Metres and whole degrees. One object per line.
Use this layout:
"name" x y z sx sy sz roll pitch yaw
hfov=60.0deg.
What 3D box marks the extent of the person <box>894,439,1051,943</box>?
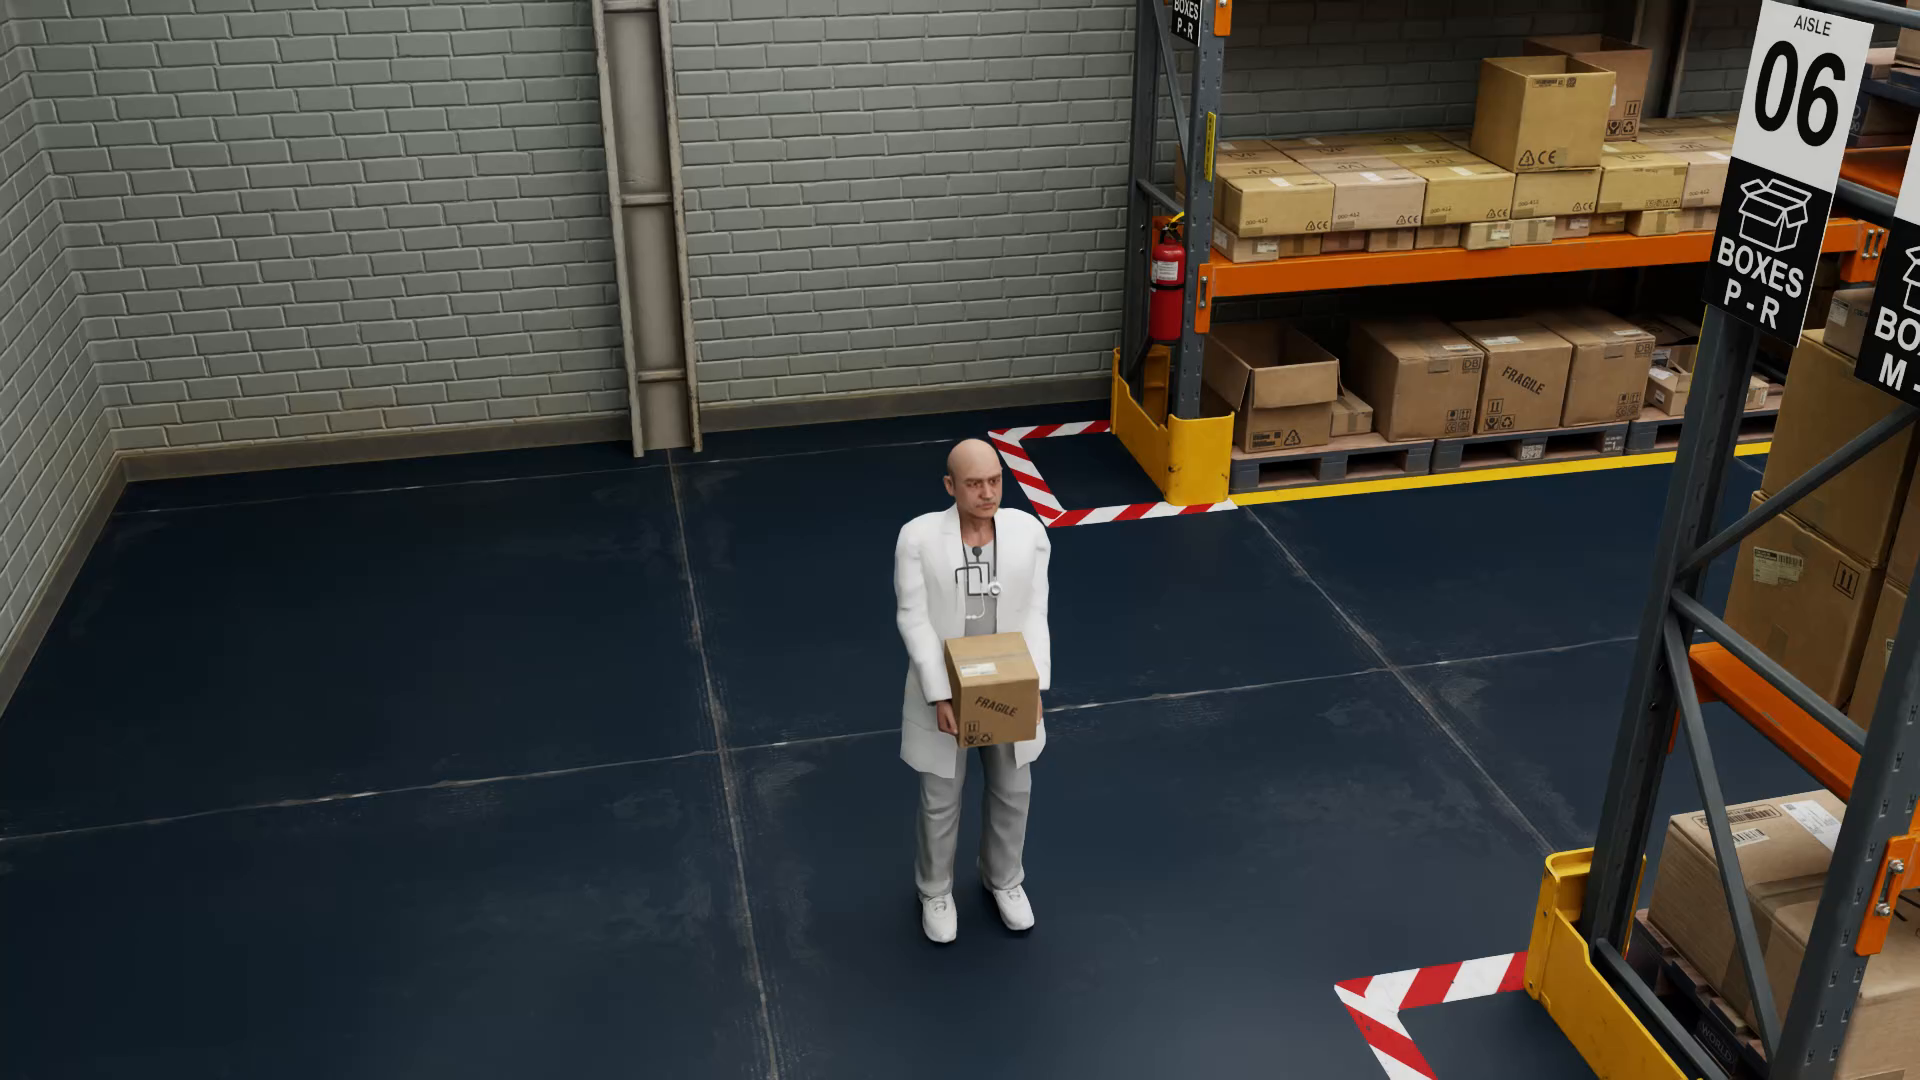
"person" 0.068 0.558 5.514 0.530 1.770 0.563 -5 27 -11
